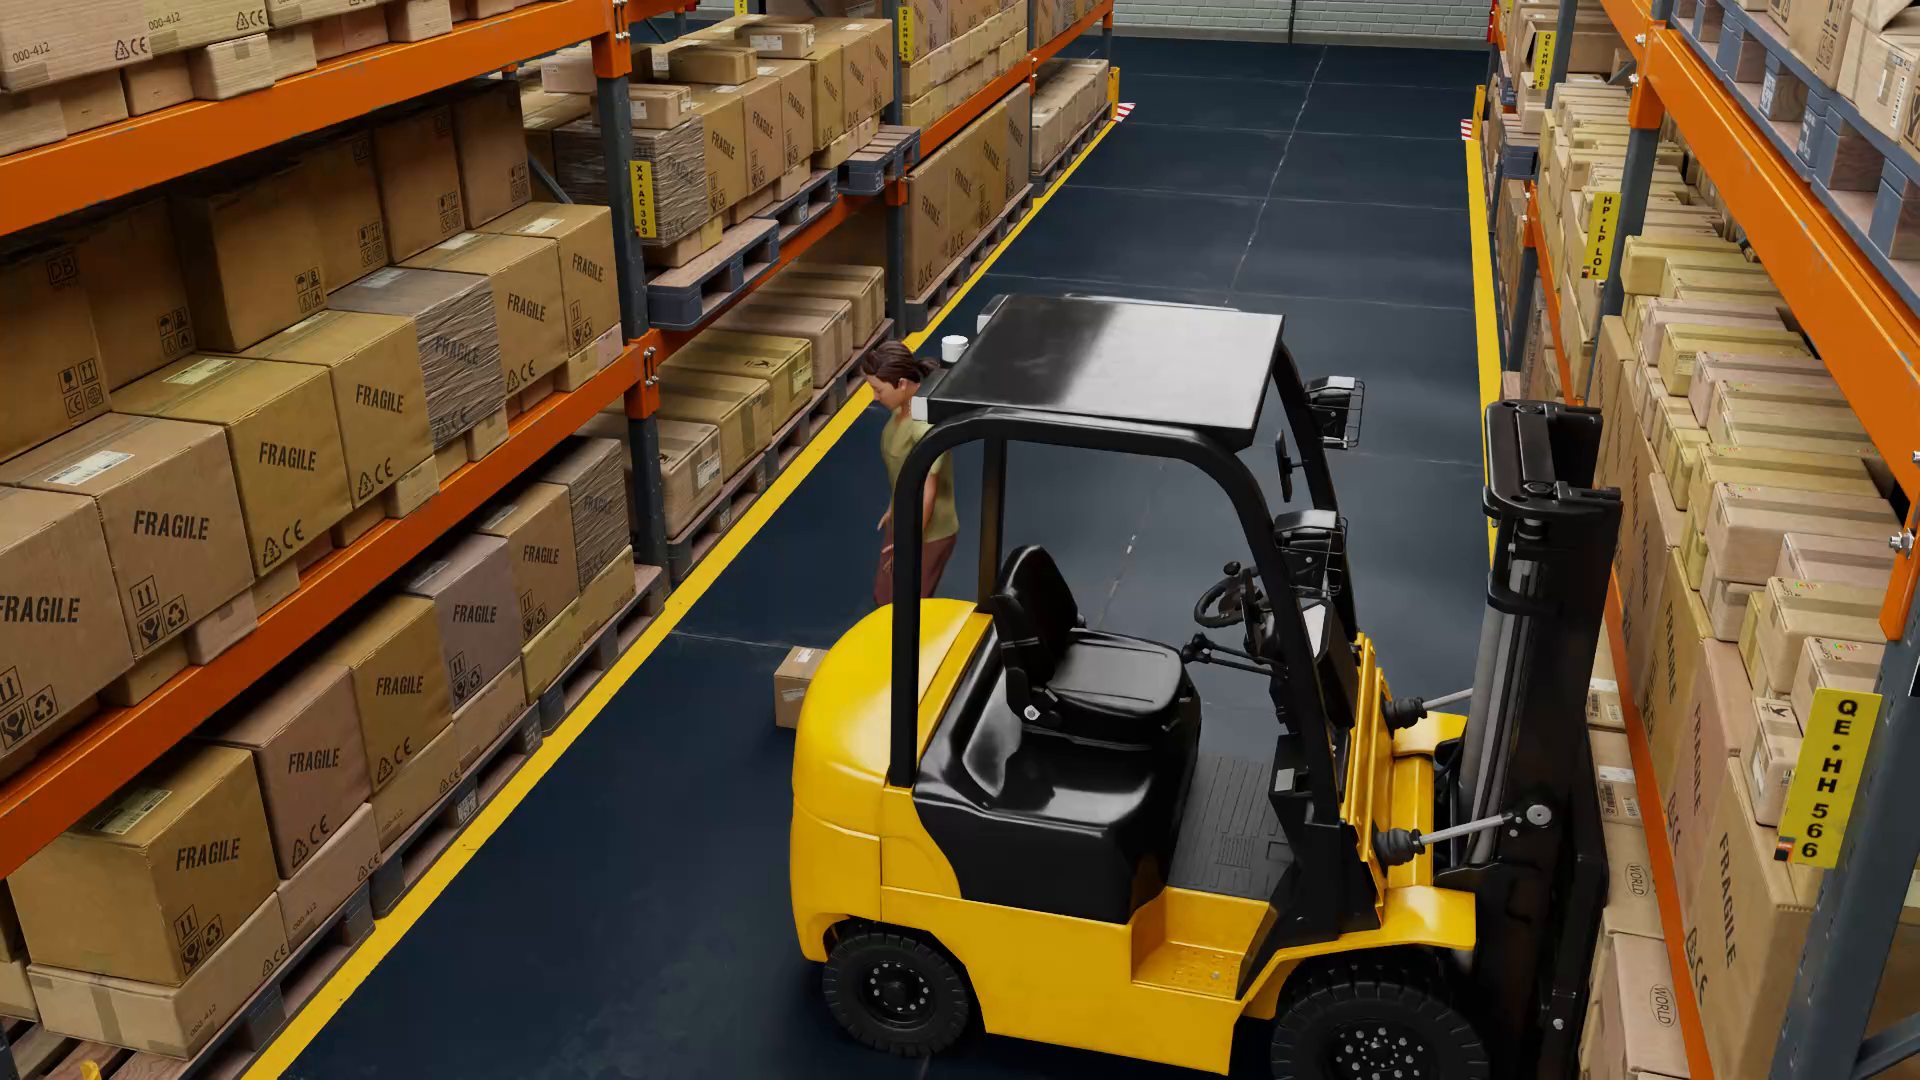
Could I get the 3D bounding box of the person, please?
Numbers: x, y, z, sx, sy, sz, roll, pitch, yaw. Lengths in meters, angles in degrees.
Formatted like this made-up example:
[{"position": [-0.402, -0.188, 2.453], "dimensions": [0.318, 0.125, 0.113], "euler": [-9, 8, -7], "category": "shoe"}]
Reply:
[{"position": [-0.194, -0.030, 6.731], "dimensions": [0.370, 1.637, 0.467], "euler": [-6, 26, -12], "category": "person"}]
